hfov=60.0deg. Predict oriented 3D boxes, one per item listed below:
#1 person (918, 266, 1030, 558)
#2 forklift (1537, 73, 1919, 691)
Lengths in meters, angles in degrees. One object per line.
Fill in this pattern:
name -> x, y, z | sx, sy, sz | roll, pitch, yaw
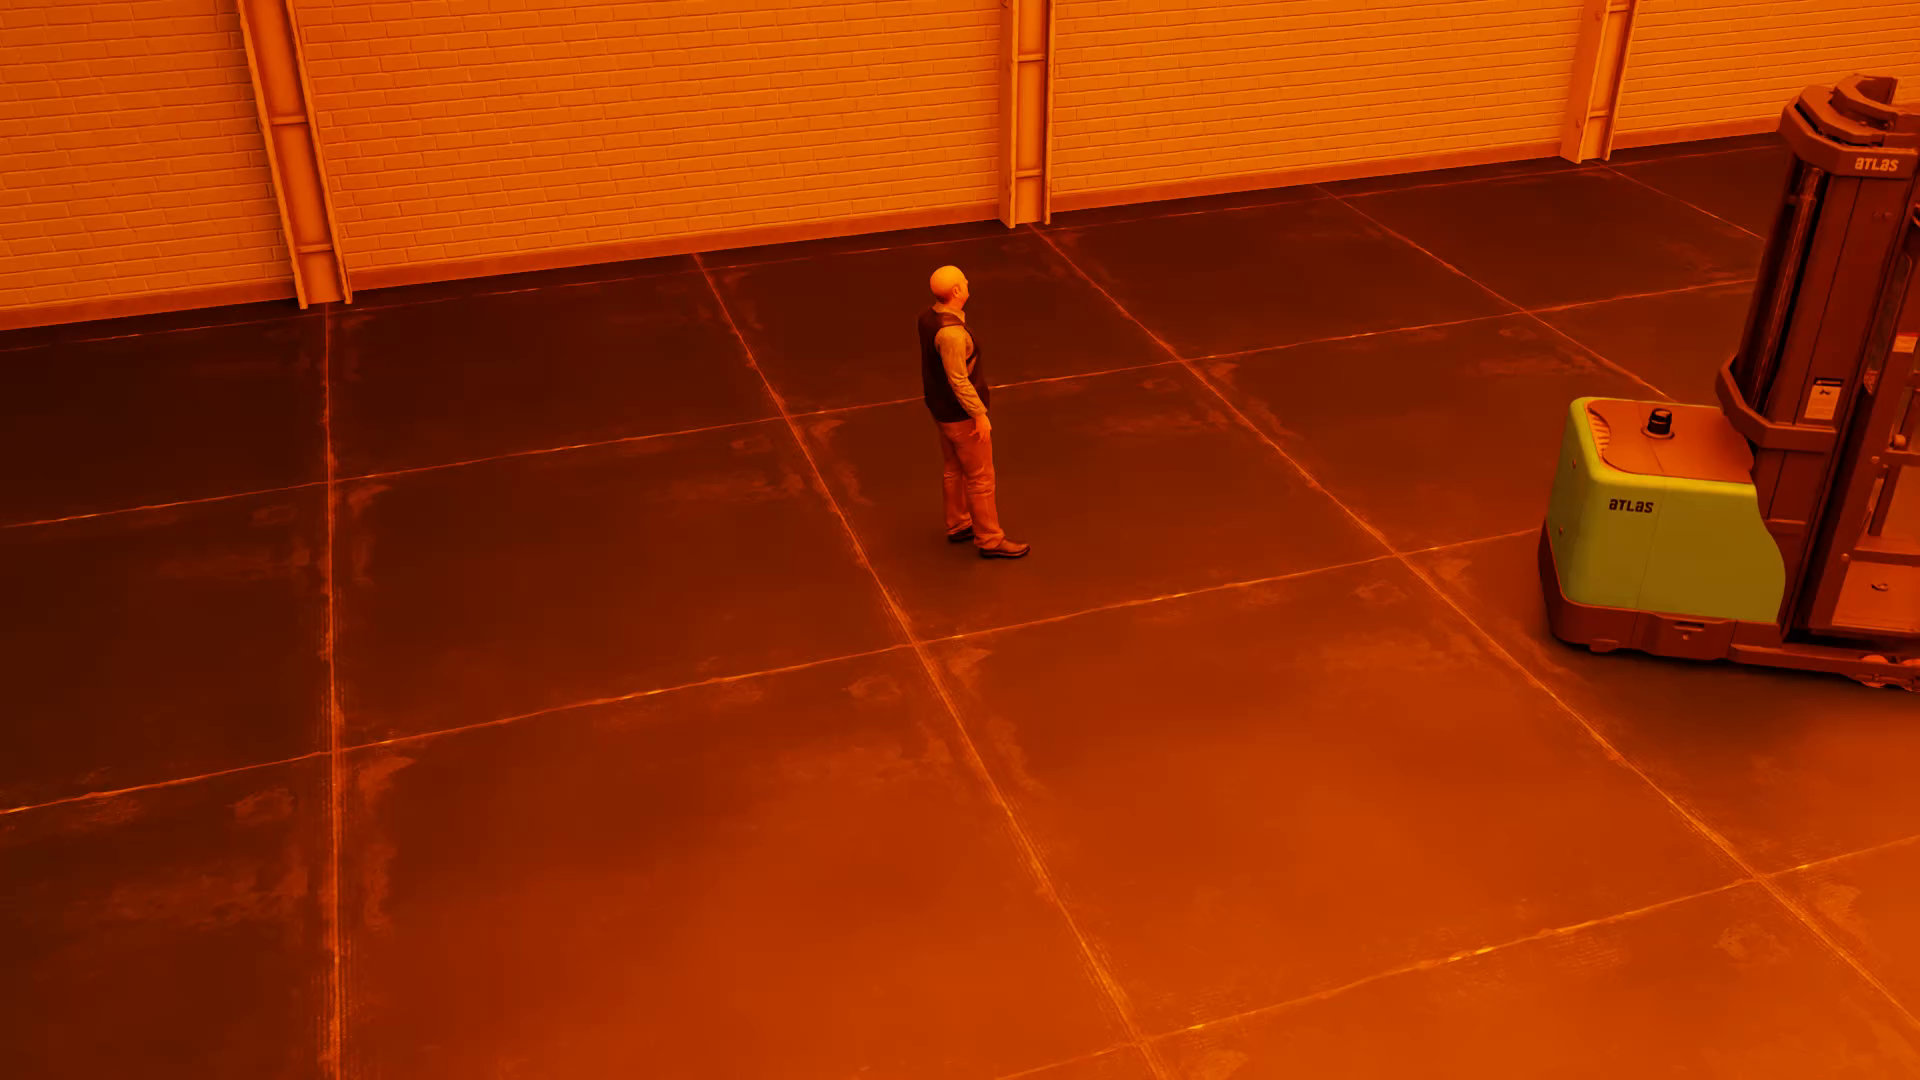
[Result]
person -> 0.061, -0.758, 9.603 | 0.568, 1.720, 0.632 | -10, 31, -16
forklift -> 4.785, -0.772, 8.429 | 3.031, 2.935, 1.130 | 6, 30, 10
